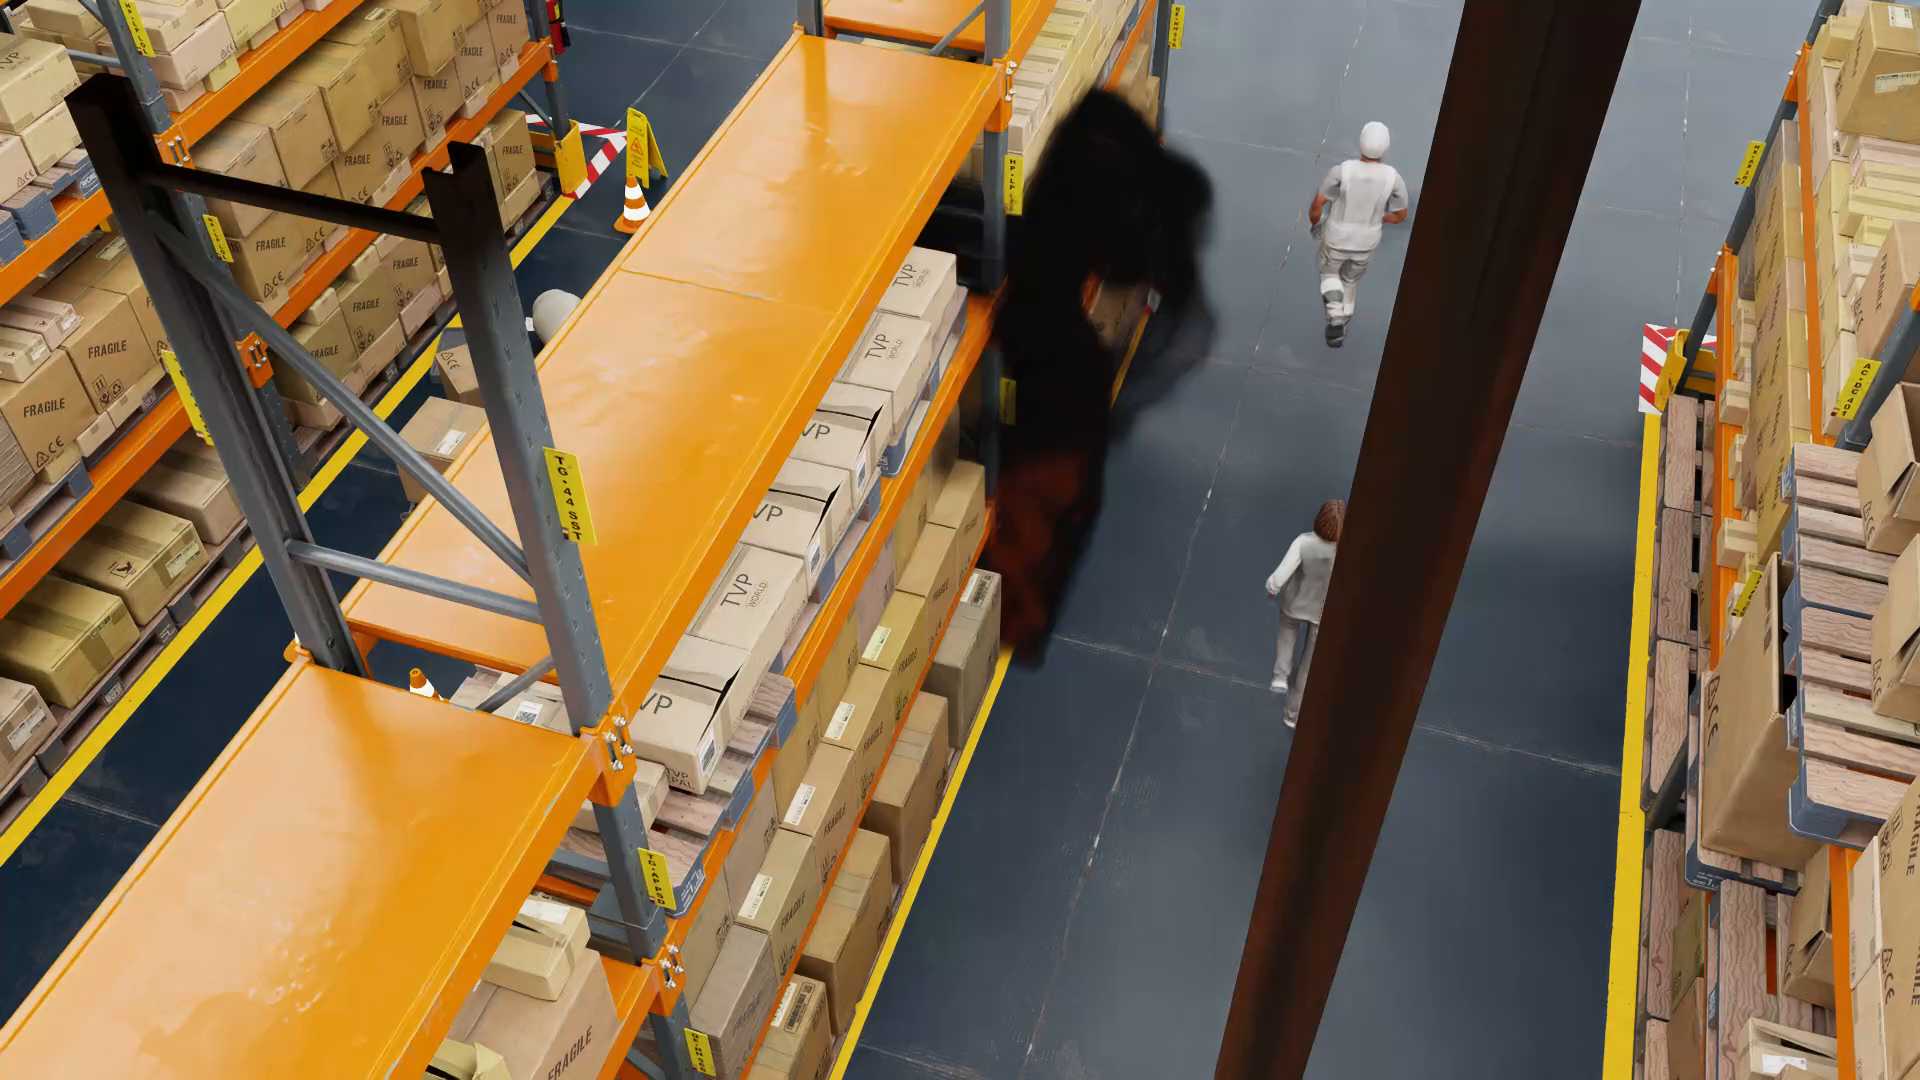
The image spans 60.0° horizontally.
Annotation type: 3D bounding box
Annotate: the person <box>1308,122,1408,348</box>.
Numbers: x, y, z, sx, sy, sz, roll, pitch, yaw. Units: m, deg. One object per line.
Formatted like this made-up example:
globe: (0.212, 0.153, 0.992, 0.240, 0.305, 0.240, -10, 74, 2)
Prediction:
person: (2.708, -2.062, 11.527, 0.670, 1.762, 0.677, 4, 46, 4)

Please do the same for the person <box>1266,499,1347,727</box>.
person: (1.946, 0.350, 9.282, 0.511, 1.615, 0.633, 10, 47, 10)
